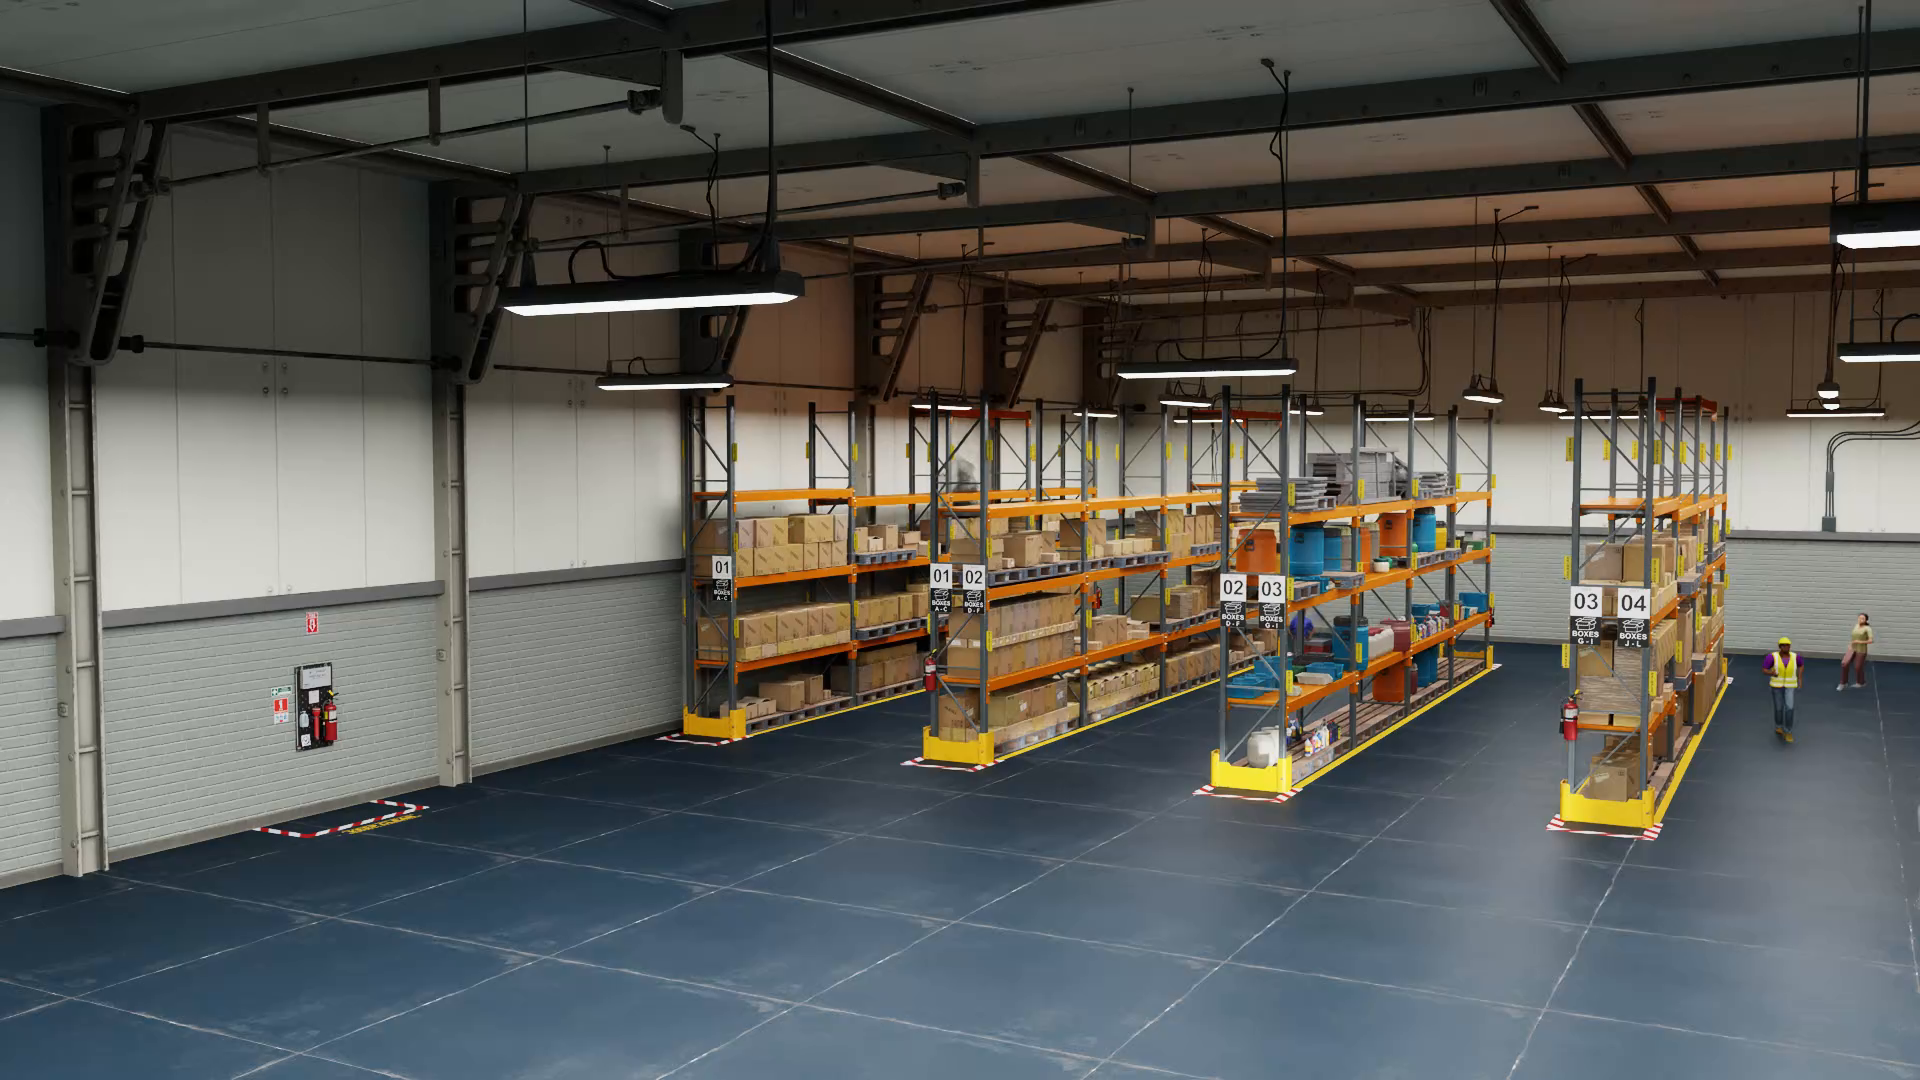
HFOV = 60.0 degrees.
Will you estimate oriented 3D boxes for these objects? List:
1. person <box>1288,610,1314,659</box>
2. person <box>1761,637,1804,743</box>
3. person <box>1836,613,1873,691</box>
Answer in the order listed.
[{"bbox_3d":[7.462,2.275,36.470,0.570,1.609,0.547,1,3,18],"label":"person"},{"bbox_3d":[14.355,2.603,29.032,0.674,1.827,0.773,1,3,25],"label":"person"},{"bbox_3d":[18.848,2.346,34.825,0.785,1.664,0.591,-2,3,-29],"label":"person"}]
